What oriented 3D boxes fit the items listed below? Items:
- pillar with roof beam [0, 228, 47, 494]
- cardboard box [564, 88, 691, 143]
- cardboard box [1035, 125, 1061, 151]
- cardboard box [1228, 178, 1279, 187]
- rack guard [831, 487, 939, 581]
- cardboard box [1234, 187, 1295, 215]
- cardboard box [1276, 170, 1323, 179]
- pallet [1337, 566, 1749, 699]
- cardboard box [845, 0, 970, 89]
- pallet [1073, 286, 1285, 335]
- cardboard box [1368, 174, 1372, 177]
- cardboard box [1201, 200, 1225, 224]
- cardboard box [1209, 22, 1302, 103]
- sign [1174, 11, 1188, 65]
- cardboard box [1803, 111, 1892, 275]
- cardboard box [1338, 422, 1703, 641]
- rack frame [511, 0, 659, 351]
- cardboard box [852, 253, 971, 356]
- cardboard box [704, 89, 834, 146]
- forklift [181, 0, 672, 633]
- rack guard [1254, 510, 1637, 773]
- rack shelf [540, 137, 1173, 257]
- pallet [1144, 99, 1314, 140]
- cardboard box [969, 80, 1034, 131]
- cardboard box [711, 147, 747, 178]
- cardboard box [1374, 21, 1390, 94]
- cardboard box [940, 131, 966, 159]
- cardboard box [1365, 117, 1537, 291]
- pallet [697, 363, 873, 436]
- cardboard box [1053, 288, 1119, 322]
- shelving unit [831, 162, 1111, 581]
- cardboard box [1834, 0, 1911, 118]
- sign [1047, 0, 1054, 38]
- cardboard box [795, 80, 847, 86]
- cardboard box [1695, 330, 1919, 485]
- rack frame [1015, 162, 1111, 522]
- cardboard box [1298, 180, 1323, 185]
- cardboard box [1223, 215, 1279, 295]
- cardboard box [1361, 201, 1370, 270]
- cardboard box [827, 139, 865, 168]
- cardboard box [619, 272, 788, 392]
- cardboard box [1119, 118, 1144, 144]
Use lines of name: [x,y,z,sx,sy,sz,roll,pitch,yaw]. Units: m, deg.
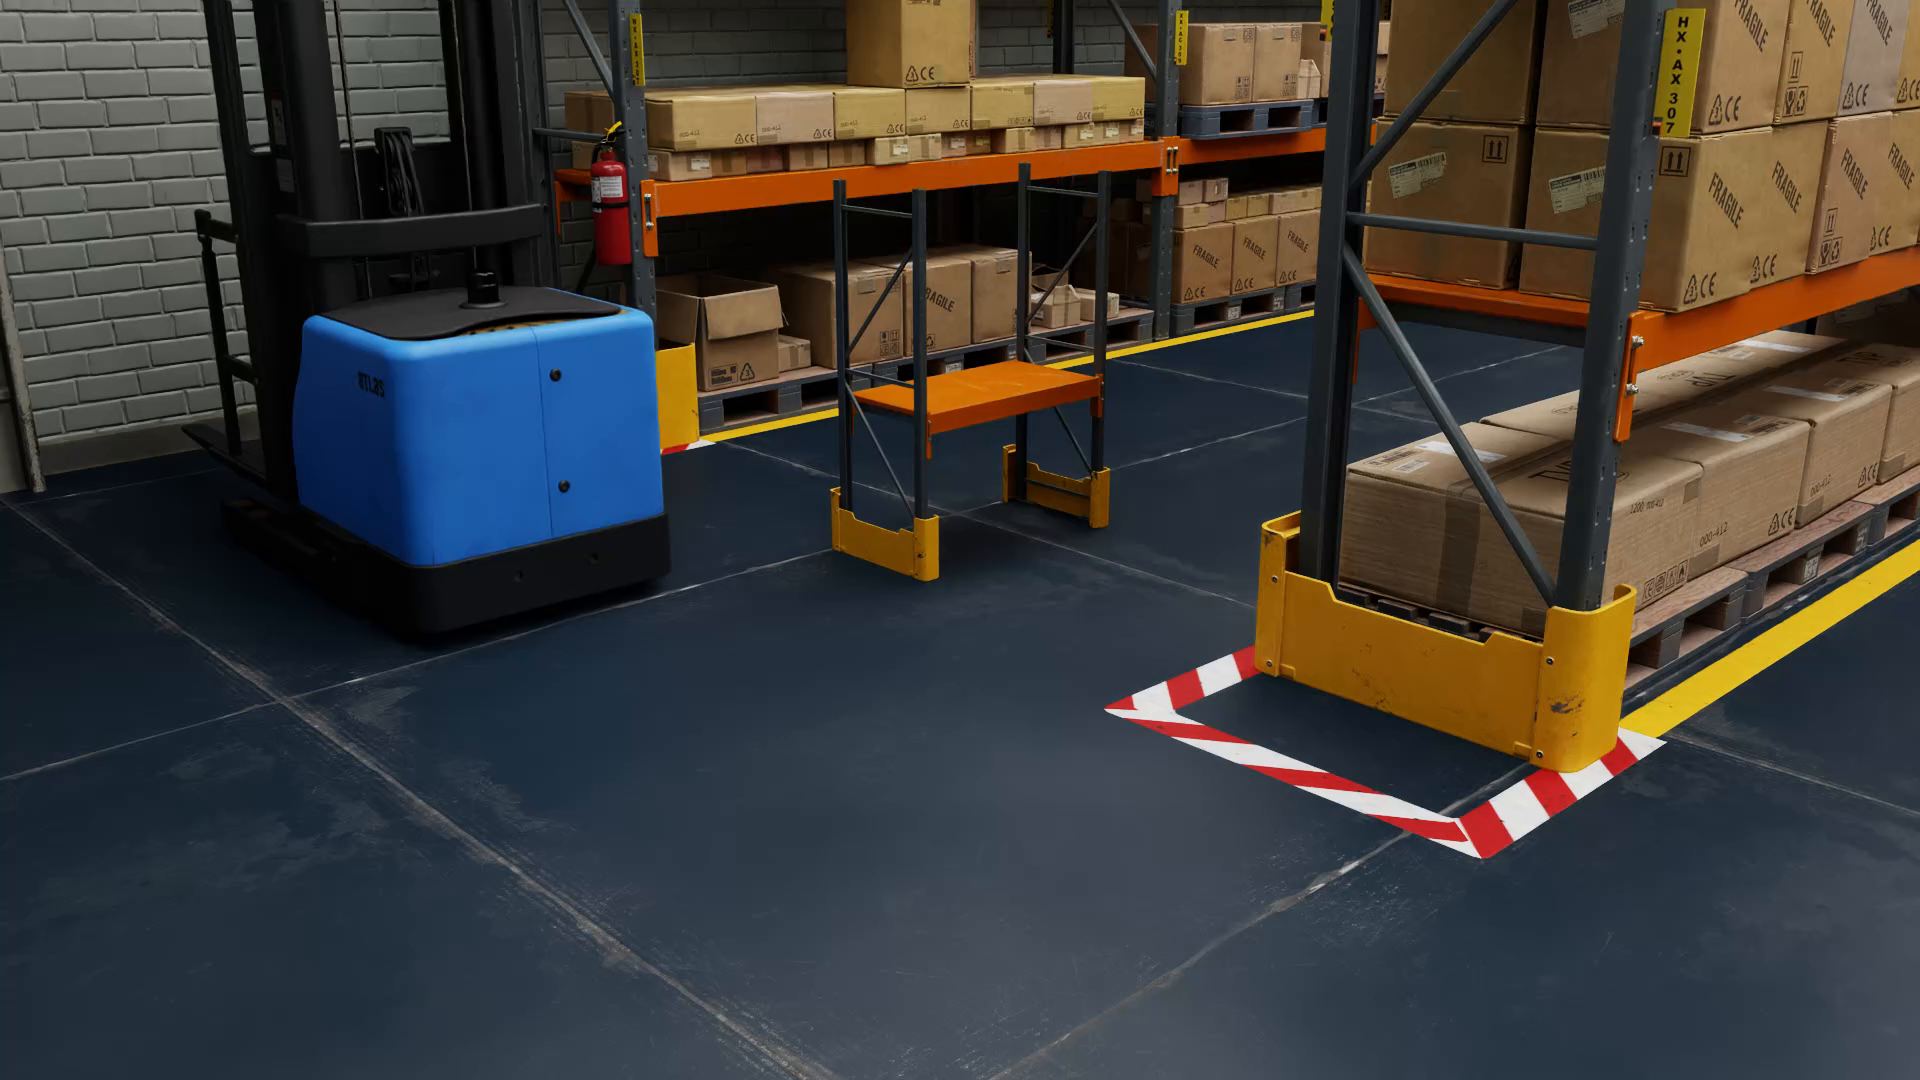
pillar with roof beam: [-1.517,-3.538,3.307,0.400,9.000,9.100,-16,24,-41]
cardboard box: [-1.745,-2.246,8.808,0.500,0.250,0.500,-15,23,-39]
cardboard box: [0.396,-2.452,10.092,0.250,0.149,0.380,-15,24,-39]
cardboard box: [2.195,-2.659,12.641,0.380,0.149,0.250,17,24,42]
rack guard: [-0.306,-0.030,6.670,0.087,0.250,0.587,-16,24,-41]
cardboard box: [2.177,-2.440,11.968,0.250,0.149,0.380,-16,24,-41]
cardboard box: [2.725,-2.834,13.184,0.380,0.149,0.250,17,24,41]
pallet: [2.044,0.233,5.925,1.213,0.211,1.003,-16,24,-41]
cardboard box: [-0.292,-2.799,9.299,0.500,0.500,0.500,-15,24,-39]
pallet: [1.575,-1.720,11.949,1.213,0.211,1.003,-16,24,-41]
cardboard box: [3.333,-2.761,12.956,0.380,0.149,0.250,17,25,42]
cardboard box: [1.601,-2.278,11.466,0.250,0.149,0.380,-17,25,-42]
cardboard box: [1.891,-3.275,11.381,0.500,0.500,0.700,-16,24,-40]
sign: [1.388,-3.158,10.457,0.005,0.325,0.100,-16,24,-41]
cardboard box: [2.793,-1.209,5.688,0.500,0.500,0.500,-16,24,-41]
cardboard box: [1.927,-0.050,5.749,0.875,0.438,0.875,17,24,42]
rack frame: [-1.897,-2.018,8.347,0.127,3.000,1.000,-16,24,-41]
cardboard box: [-0.286,-1.400,9.810,0.500,0.500,0.500,-16,24,-40]
cardboard box: [-1.016,-2.231,8.764,0.500,0.250,0.500,-16,24,-40]
forklift: [-2.463,-1.447,6.695,1.130,2.935,3.031,-15,23,-39]
rack guard: [1.499,0.287,5.288,0.348,0.500,1.175,-16,24,-41]
rack shelf: [-0.443,-2.100,9.765,4.000,0.370,1.077,-16,24,-41]
pallet: [1.666,-2.920,11.437,1.213,0.211,1.003,-16,24,-41]
cardboard box: [0.082,-2.561,9.782,0.500,0.250,0.500,-16,24,-41]
cardboard box: [-1.316,-1.971,8.609,0.250,0.149,0.380,-15,24,-39]
cardboard box: [2.857,-3.575,12.300,0.637,0.503,0.797,-17,25,-42]
cardboard box: [-0.182,-2.299,9.620,0.250,0.149,0.380,-16,24,-41]
cardboard box: [1.685,-1.116,5.401,0.500,0.500,0.500,-16,24,-41]
pallet: [-1.263,-0.877,9.348,1.213,0.211,1.003,-16,24,-41]
cardboard box: [0.807,-1.526,10.769,0.380,0.149,0.250,17,25,42]
shelving unit: [0.055,-0.730,6.803,1.083,1.500,0.587,-16,24,-41]
cardboard box: [2.800,-1.690,5.550,0.500,0.500,0.500,-16,24,-41]
sign: [0.626,-3.540,11.163,0.005,0.325,0.100,-16,24,-41]
cardboard box: [-0.626,-2.569,9.806,0.500,0.250,0.500,-16,24,-41]
cardboard box: [3.893,-0.626,7.527,0.875,0.438,0.875,-17,24,-42]
rack frame: [0.431,-0.839,7.141,0.032,1.500,0.500,-16,24,-41]
cardboard box: [2.749,-2.597,12.451,0.380,0.149,0.250,16,24,41]
cardboard box: [1.896,-2.044,11.797,0.500,0.500,0.500,-17,24,-42]
cardboard box: [3.007,-2.371,12.807,0.500,0.500,0.500,-15,23,-39]
cardboard box: [-0.734,-2.132,9.105,0.250,0.149,0.380,-16,24,-40]
cardboard box: [-1.387,-1.139,9.001,0.797,0.503,0.637,17,24,42]
cardboard box: [0.952,-2.622,10.617,0.250,0.149,0.380,-16,24,-40]
